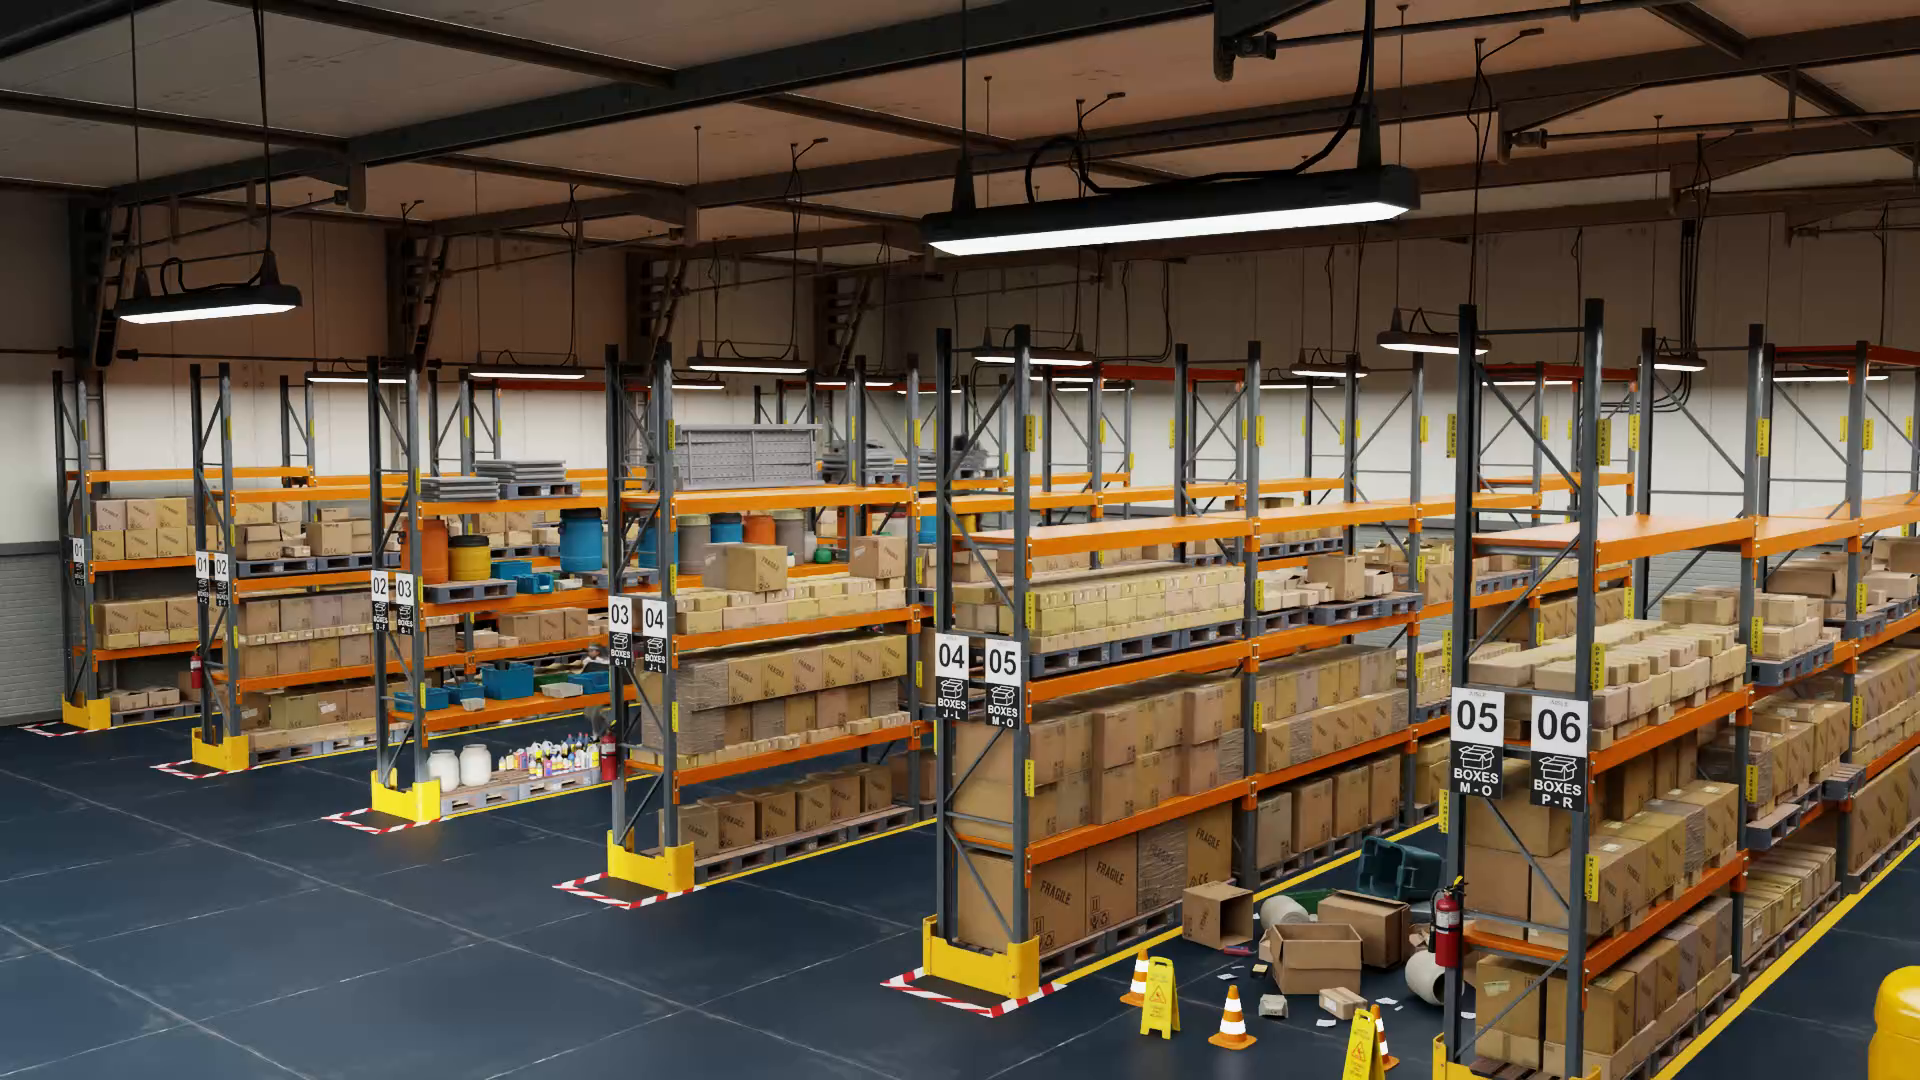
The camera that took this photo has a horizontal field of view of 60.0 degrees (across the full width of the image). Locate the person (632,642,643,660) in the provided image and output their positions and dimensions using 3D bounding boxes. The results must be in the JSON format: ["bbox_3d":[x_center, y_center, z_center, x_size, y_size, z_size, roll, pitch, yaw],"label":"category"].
[{"bbox_3d":[-6.785,1.786,34.650,0.652,1.800,0.724,2,5,29],"label":"person"}]

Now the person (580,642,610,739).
[{"bbox_3d":[-5.840,2.427,26.792,0.567,1.633,0.521,2,5,24],"label":"person"}]

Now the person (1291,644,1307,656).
[{"bbox_3d":[5.531,2.404,26.891,0.542,1.600,0.861,3,5,39],"label":"person"}]
